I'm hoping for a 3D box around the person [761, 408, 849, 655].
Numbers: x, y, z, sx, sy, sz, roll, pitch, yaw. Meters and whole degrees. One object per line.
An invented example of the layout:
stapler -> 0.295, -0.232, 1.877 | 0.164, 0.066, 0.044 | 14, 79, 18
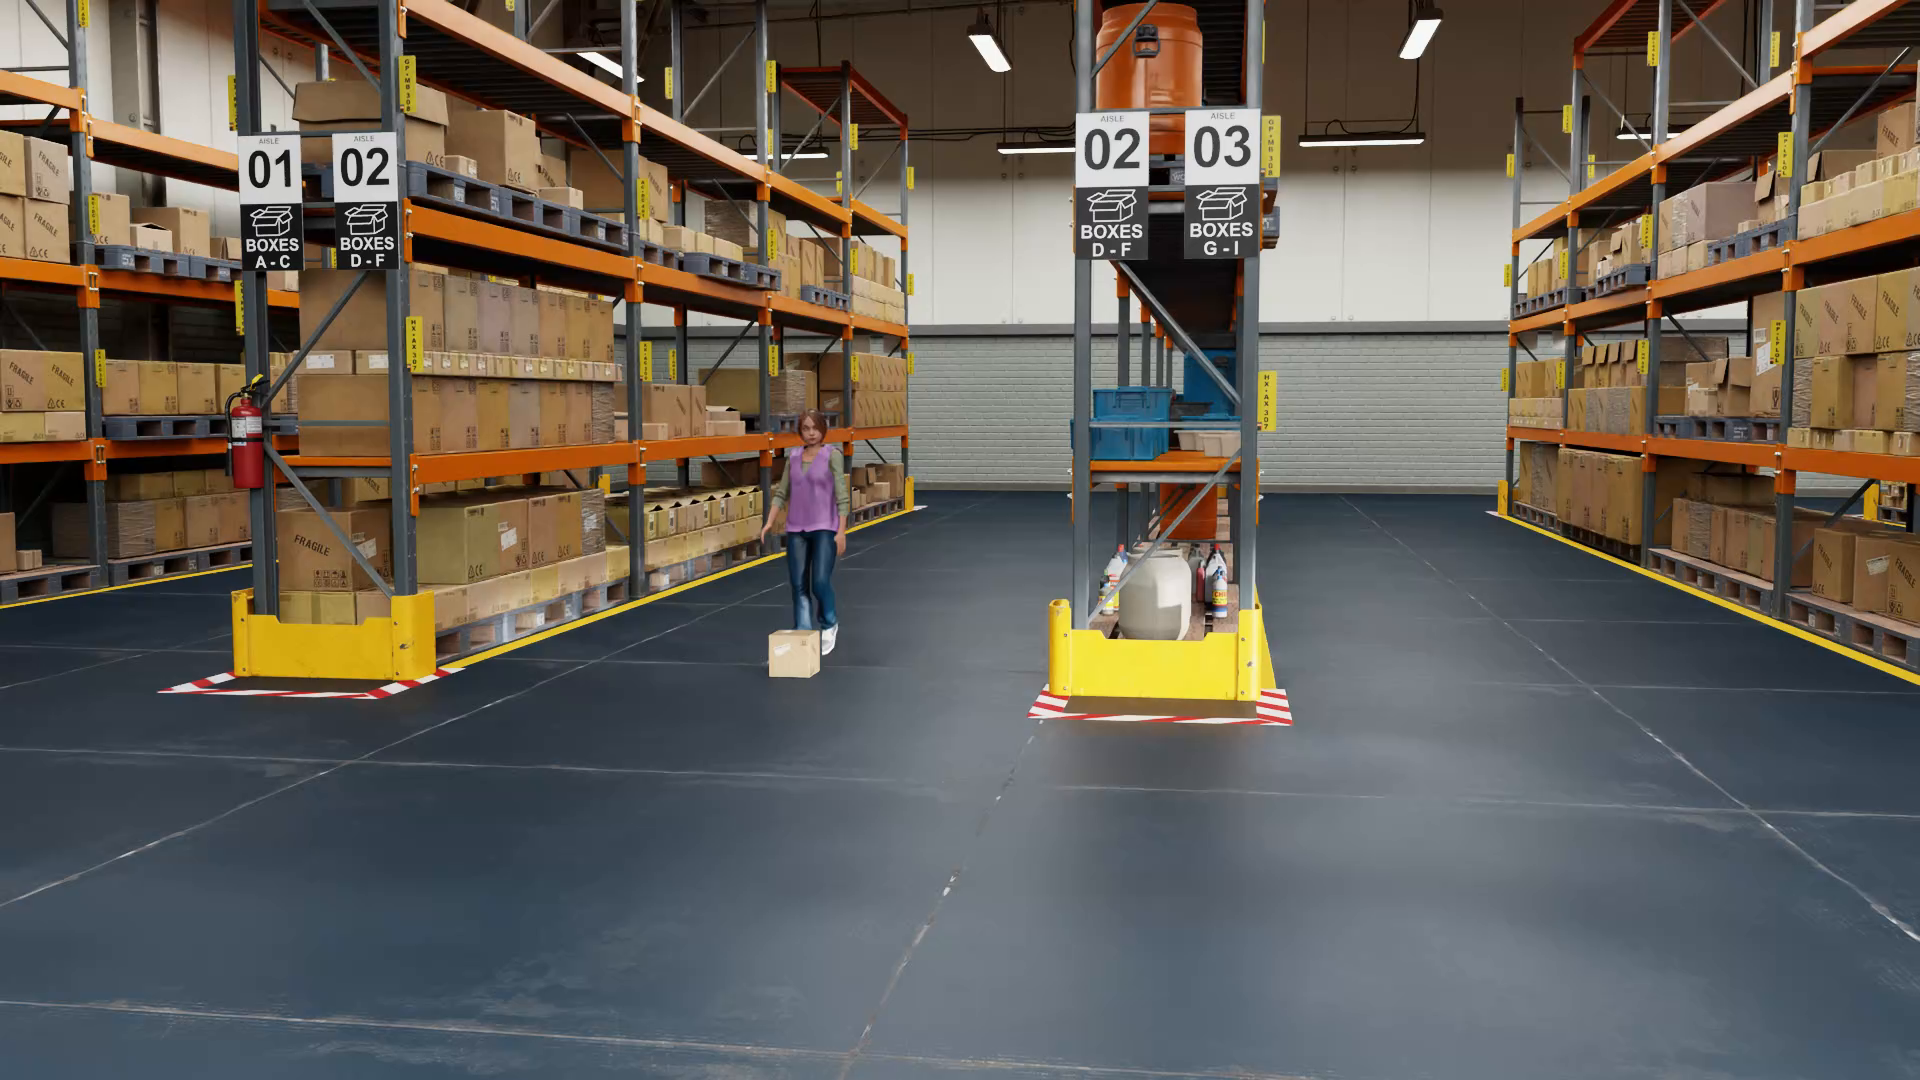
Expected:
person -> -0.958, -0.026, 10.370 | 0.485, 1.586, 0.554 | 2, 5, 20
